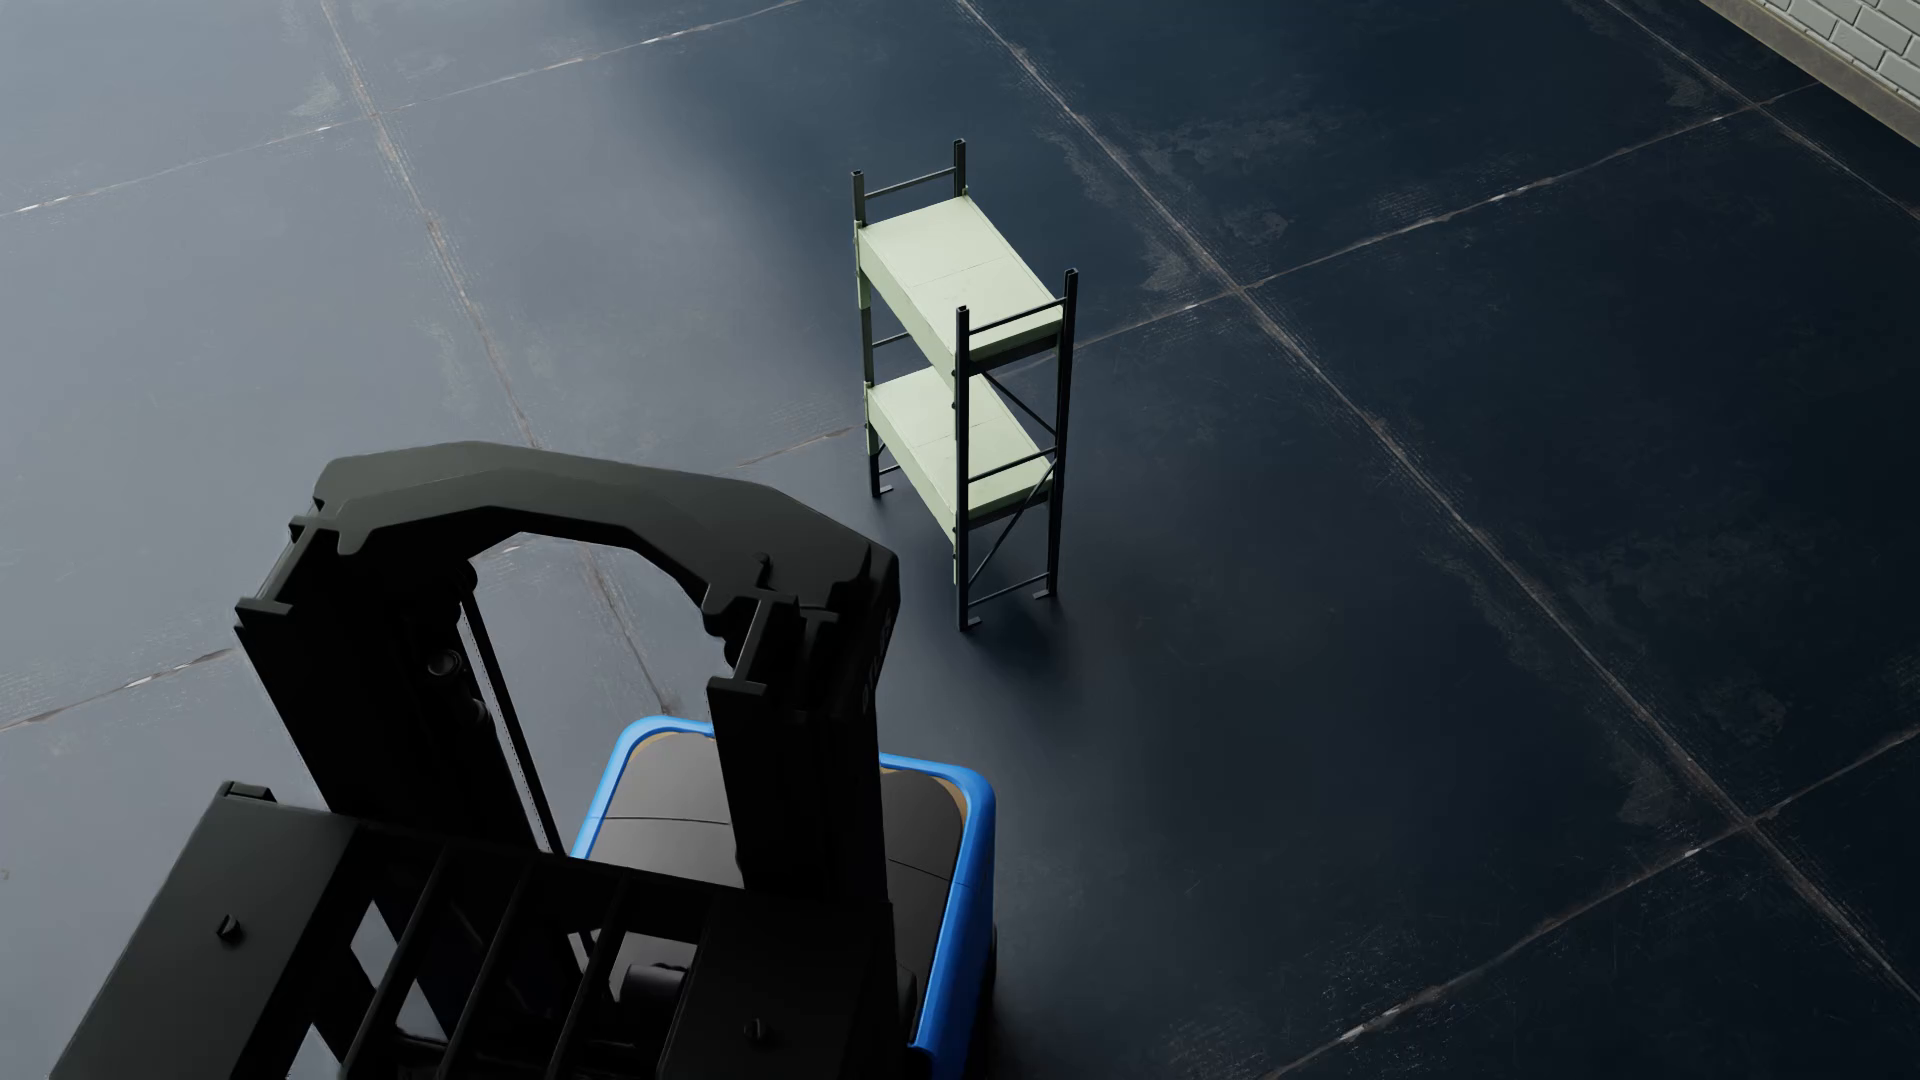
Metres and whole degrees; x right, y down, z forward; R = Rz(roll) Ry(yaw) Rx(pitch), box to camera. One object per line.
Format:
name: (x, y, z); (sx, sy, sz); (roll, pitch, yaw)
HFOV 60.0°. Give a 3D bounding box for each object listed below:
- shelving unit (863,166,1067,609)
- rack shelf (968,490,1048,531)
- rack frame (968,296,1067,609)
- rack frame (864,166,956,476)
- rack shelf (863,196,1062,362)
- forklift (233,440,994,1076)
shelving unit: (0.004, -0.490, 5.682); (0.380, 1.308, 0.742); (-21, 52, -18)
rack shelf: (0.003, -0.322, 5.873); (0.332, 0.071, 0.664); (-21, 52, -18)
rack frame: (0.172, -0.245, 5.468); (0.380, 1.308, 0.010); (-21, 52, -18)
rack frame: (-0.163, -0.735, 5.896); (0.380, 1.308, 0.010); (-21, 52, -18)
rack shelf: (0.003, -0.834, 5.287); (0.368, 0.052, 0.686); (-21, 52, -18)
forklift: (-0.701, 1.357, 3.115); (1.109, 2.935, 3.031); (9, 49, 8)
